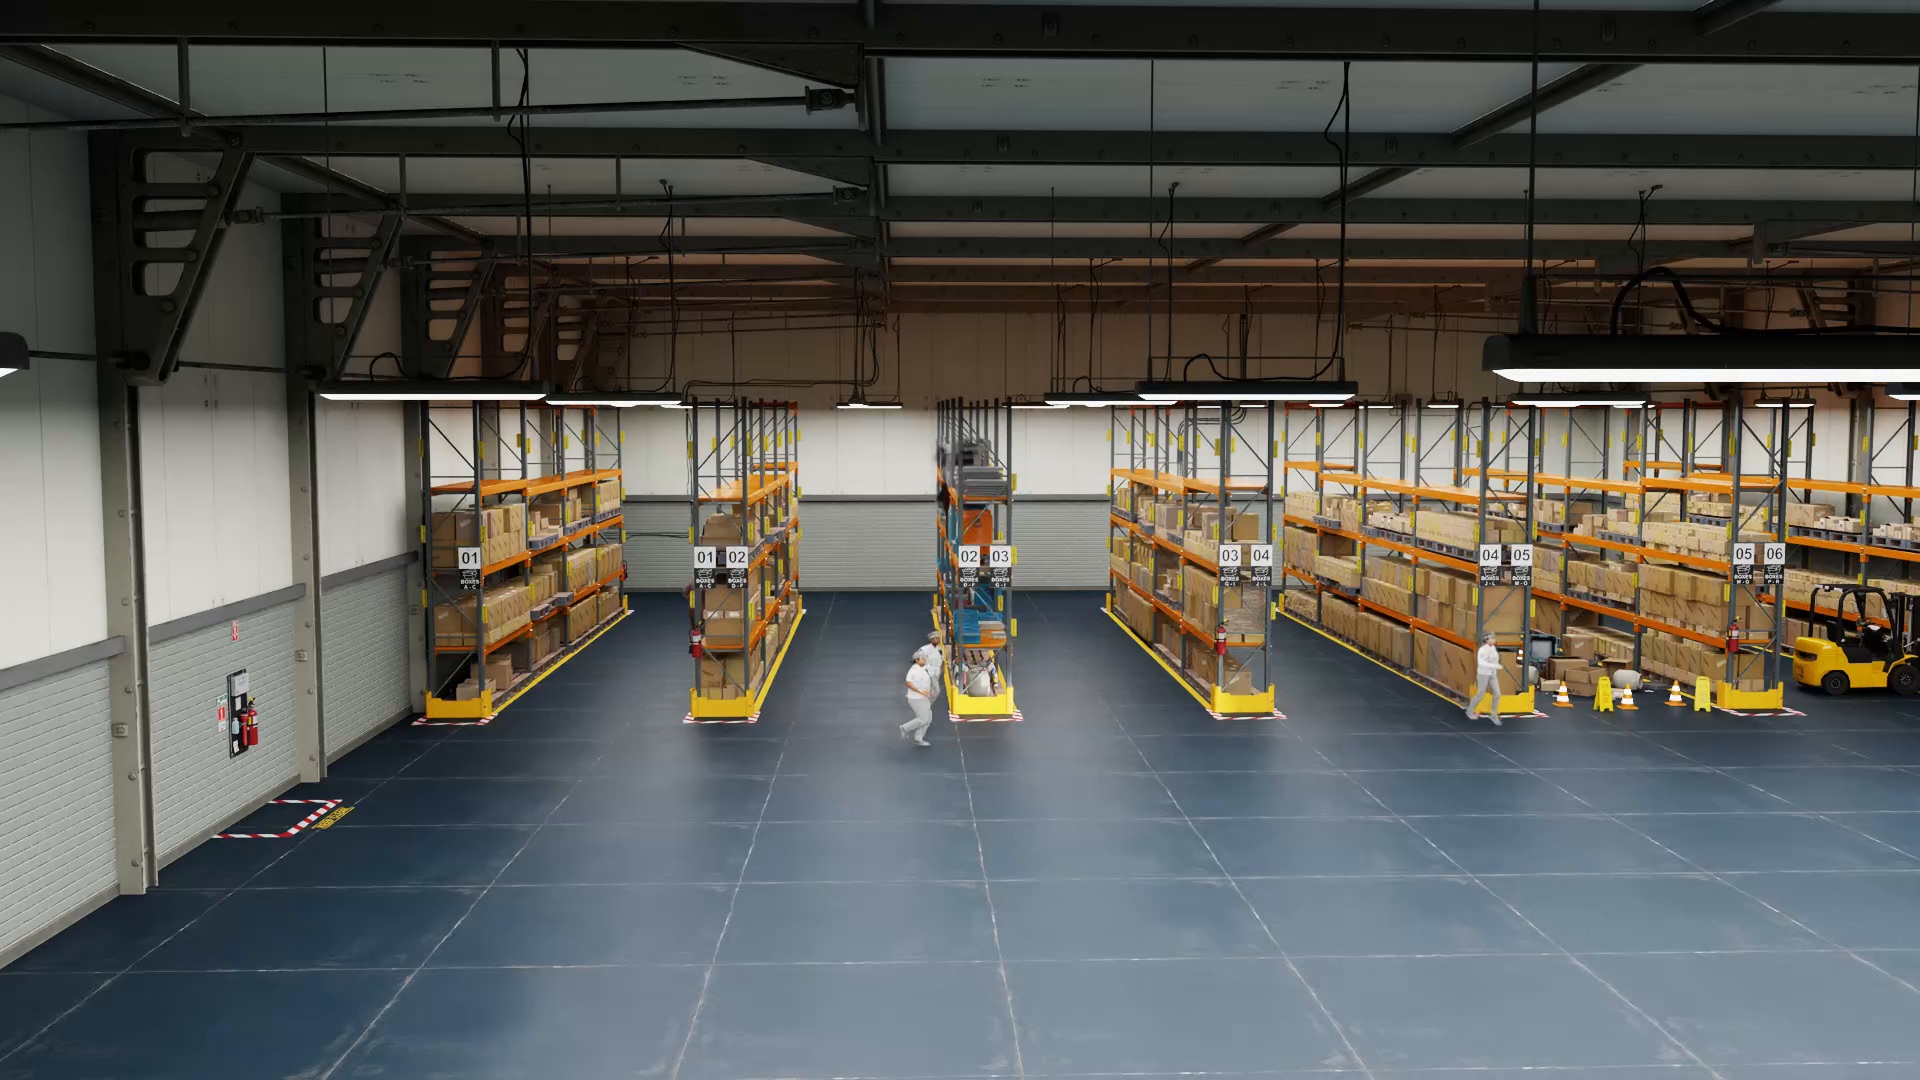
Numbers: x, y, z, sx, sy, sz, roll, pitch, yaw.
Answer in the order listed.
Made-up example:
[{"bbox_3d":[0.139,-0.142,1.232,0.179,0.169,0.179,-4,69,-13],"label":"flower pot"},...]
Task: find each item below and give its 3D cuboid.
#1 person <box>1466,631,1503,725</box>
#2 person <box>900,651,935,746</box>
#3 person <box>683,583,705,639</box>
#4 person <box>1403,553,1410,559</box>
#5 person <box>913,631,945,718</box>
[{"bbox_3d":[9.679,2.532,30.570,0.617,1.764,0.739,-3,5,-36],"label":"person"},{"bbox_3d":[-0.733,2.712,28.510,0.544,1.621,0.596,1,5,16],"label":"person"},{"bbox_3d":[-6.455,1.676,41.022,0.718,1.746,0.833,-1,4,-7],"label":"person"},{"bbox_3d":[13.232,1.037,49.252,0.931,1.813,0.722,0,4,4],"label":"person"},{"bbox_3d":[-0.502,2.506,30.819,0.577,1.633,0.625,-4,6,-39],"label":"person"}]
